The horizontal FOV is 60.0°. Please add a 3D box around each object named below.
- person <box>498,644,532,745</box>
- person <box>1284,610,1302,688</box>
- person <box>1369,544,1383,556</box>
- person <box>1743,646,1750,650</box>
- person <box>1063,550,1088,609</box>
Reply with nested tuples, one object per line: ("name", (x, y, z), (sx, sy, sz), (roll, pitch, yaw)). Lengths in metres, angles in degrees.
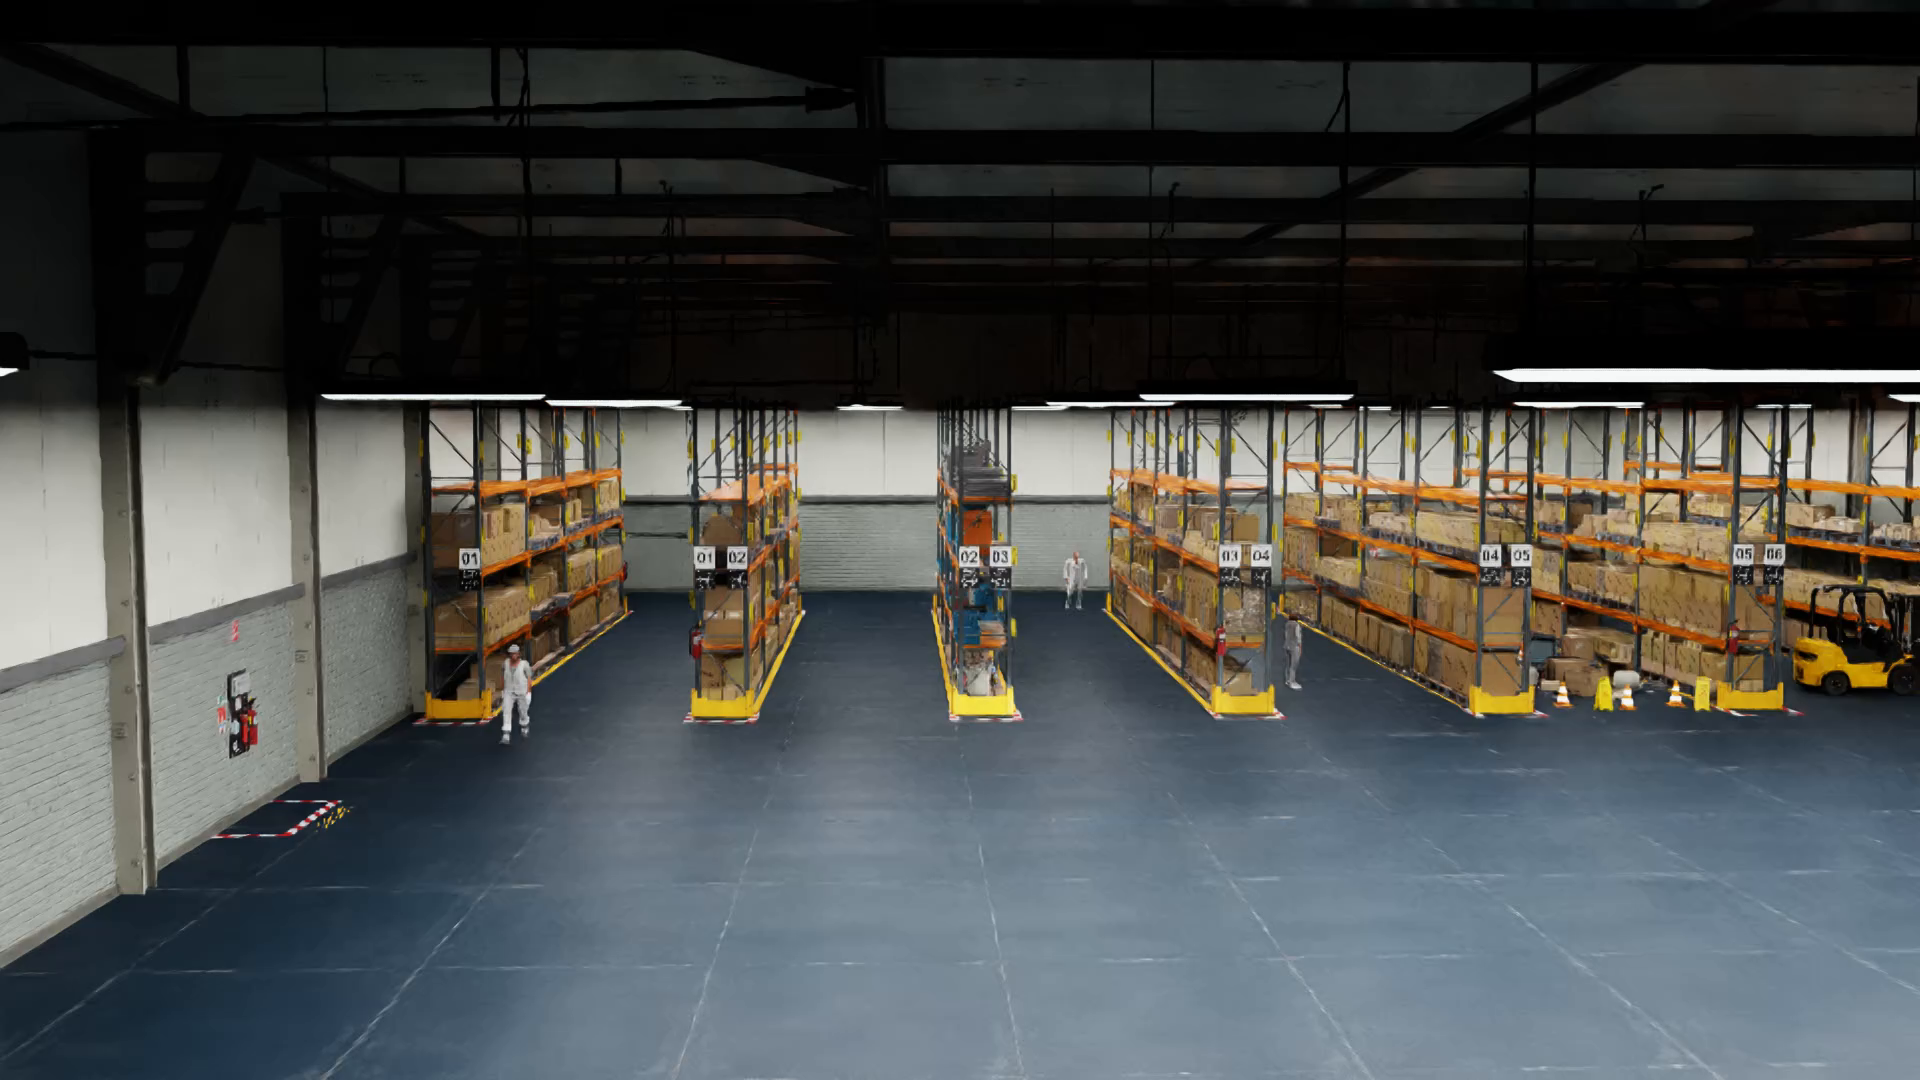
("person", (-7.668, 2.638, 28.688), (0.550, 1.709, 1.128), (0, 4, -5))
("person", (6.917, 2.251, 34.476), (0.406, 1.600, 0.468), (-3, 5, -31))
("person", (13.020, 0.828, 52.014), (0.620, 1.785, 0.566), (-3, 5, -36))
("person", (18.343, 1.800, 39.224), (0.585, 1.763, 0.682), (2, 5, 22))
("person", (3.328, 1.151, 48.075), (0.729, 1.733, 0.546), (0, 4, -3))
